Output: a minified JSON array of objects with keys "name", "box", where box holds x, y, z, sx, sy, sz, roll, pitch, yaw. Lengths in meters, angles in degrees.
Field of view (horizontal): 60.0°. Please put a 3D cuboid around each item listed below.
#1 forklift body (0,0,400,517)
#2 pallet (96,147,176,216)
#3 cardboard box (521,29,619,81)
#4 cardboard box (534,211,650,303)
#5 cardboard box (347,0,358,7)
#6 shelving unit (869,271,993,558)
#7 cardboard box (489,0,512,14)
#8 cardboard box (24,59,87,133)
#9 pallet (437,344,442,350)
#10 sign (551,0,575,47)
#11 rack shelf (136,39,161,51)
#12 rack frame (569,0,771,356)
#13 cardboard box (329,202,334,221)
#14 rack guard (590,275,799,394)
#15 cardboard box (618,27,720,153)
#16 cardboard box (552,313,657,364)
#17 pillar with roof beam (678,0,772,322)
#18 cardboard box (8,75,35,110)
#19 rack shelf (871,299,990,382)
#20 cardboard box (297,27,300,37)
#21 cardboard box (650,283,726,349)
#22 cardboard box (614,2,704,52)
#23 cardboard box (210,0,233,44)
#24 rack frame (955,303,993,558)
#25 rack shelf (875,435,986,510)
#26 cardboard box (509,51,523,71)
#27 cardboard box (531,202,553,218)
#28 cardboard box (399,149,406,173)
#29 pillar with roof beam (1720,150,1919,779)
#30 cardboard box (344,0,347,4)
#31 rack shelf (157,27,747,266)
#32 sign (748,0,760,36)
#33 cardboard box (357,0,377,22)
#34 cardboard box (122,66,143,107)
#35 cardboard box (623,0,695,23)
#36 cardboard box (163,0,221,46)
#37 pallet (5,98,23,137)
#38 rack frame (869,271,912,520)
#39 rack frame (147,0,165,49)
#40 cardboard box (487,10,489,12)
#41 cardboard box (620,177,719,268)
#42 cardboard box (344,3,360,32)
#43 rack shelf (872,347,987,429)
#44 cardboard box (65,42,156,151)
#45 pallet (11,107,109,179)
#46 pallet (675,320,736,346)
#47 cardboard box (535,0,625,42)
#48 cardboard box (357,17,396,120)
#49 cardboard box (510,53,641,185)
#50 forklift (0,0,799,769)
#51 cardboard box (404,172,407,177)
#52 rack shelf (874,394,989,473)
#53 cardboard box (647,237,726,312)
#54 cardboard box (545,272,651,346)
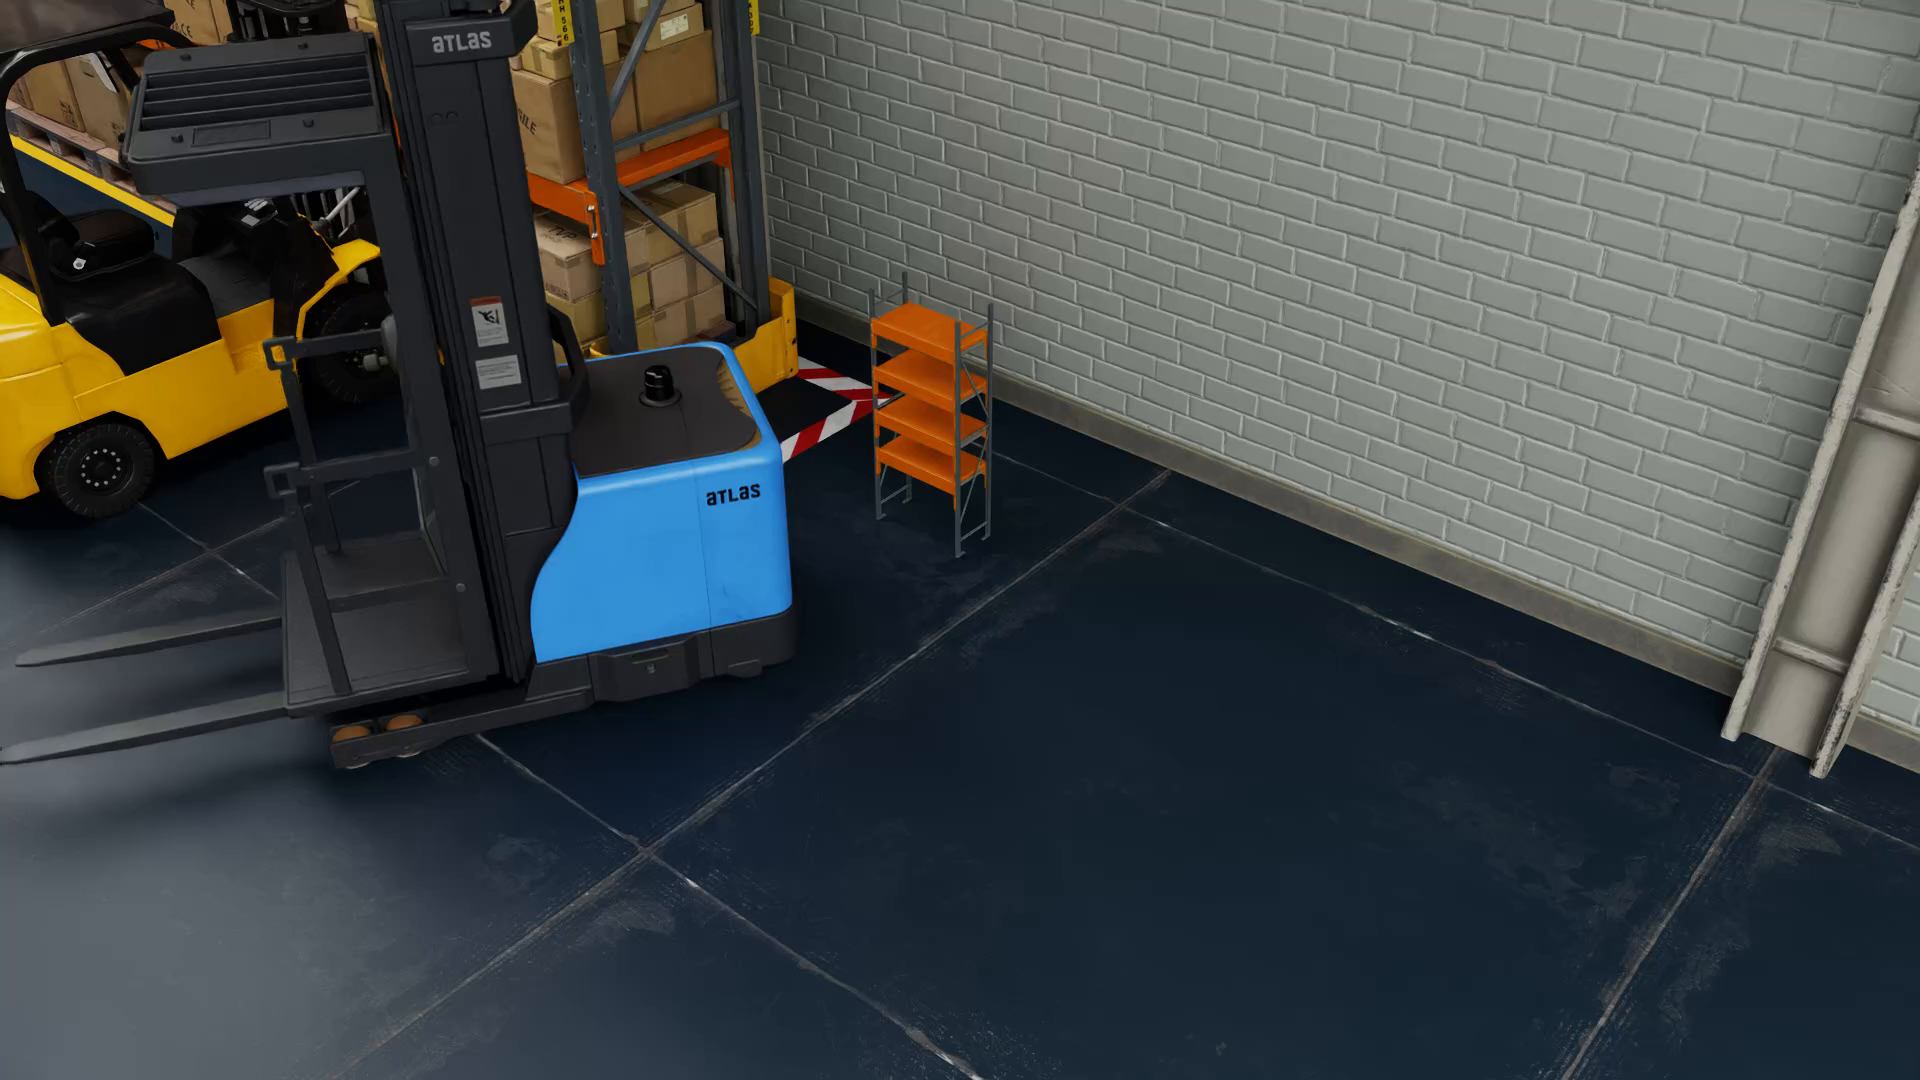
[{"name":"forklift body","box":[-4.004,-1.525,8.070,1.214,2.155,2.313,25,42,32]},{"name":"pallet","box":[-5.045,-2.531,11.249,1.213,0.211,1.003,25,42,32]},{"name":"cardboard box","box":[-1.825,-2.294,7.779,0.250,0.149,0.380,26,42,32]},{"name":"cardboard box","box":[-1.933,-1.464,8.407,0.500,0.250,0.500,27,43,33]},{"name":"cardboard box","box":[-2.961,-2.877,8.629,0.250,0.149,0.380,25,42,32]},{"name":"shelving unit","box":[-0.127,-0.555,7.498,0.503,1.200,0.258,25,42,32]},{"name":"cardboard box","box":[-1.999,-2.527,7.855,0.250,0.149,0.380,25,42,32]},{"name":"cardboard box","box":[-6.032,-3.364,11.726,0.625,0.625,0.875,23,41,30]},{"name":"pallet","box":[-2.928,-1.533,9.795,1.213,0.211,1.003,25,42,32]},{"name":"sign","box":[-1.738,-2.325,7.254,0.005,0.325,0.100,25,42,32]},{"name":"rack shelf","box":[-5.991,-3.858,11.354,4.000,0.370,1.077,25,42,32]},{"name":"rack frame","box":[-1.380,-1.981,7.986,0.127,3.000,1.000,25,42,32]},{"name":"cardboard box","box":[-3.512,-1.998,9.626,0.500,0.250,0.500,25,42,31]},{"name":"rack guard","box":[-1.361,-0.942,8.681,0.348,0.500,1.175,25,42,32]},{"name":"cardboard box","box":[-1.583,-2.323,8.395,0.500,0.500,0.500,27,43,33]},{"name":"cardboard box","box":[-1.943,-1.054,8.693,0.500,0.250,0.500,26,42,32]},{"name":"pillar with roof beam","box":[-4.093,-3.226,4.498,0.400,9.000,9.100,25,42,32]},{"name":"cardboard box","box":[-6.550,-3.608,12.081,0.625,0.625,0.875,27,43,33]},{"name":"rack shelf","box":[-0.127,-0.878,7.275,0.480,0.148,0.258,25,42,32]},{"name":"cardboard box","box":[-3.479,-2.833,9.137,0.500,0.500,0.500,25,42,31]},{"name":"cardboard box","box":[-1.632,-1.284,9.028,0.500,0.250,0.500,25,42,32]},{"name":"cardboard box","box":[-1.474,-2.526,8.117,0.250,0.149,0.380,24,41,31]},{"name":"cardboard box","box":[-3.869,-3.016,9.403,0.500,0.500,0.500,26,42,33]},{"name":"rack frame","box":[0.060,-0.466,7.369,0.015,1.200,0.240,25,42,32]},{"name":"rack shelf","box":[-0.127,-0.335,7.648,0.480,0.148,0.258,25,42,32]},{"name":"cardboard box","box":[-2.041,-2.373,7.895,0.250,0.149,0.380,26,42,33]},{"name":"cardboard box","box":[-2.329,-1.647,8.673,0.500,0.250,0.500,26,42,33]},{"name":"cardboard box","box":[-3.108,-2.012,9.205,0.500,0.250,0.500,24,41,31]},{"name":"pillar with roof beam","box":[0.519,-1.053,1.334,0.400,9.000,9.100,25,42,32]},{"name":"cardboard box","box":[-3.202,-2.940,8.720,0.250,0.149,0.380,24,41,31]},{"name":"rack shelf","box":[-2.917,-2.409,9.244,4.000,0.370,1.077,25,42,32]},{"name":"sign","box":[-1.020,-2.610,8.067,0.005,0.325,0.100,25,42,32]},{"name":"cardboard box","box":[-2.827,-2.748,8.440,0.250,0.149,0.380,26,42,32]},{"name":"cardboard box","box":[-4.862,-2.809,10.917,0.625,0.625,0.875,27,43,34]},{"name":"cardboard box","box":[-1.501,-2.627,8.002,0.250,0.149,0.380,24,41,31]},{"name":"cardboard box","box":[-4.280,-3.197,9.668,0.500,0.500,0.500,24,41,31]},{"name":"pallet","box":[-6.920,-3.415,12.536,1.213,0.211,1.003,25,42,32]},{"name":"rack frame","box":[-0.315,-0.643,7.626,0.015,1.200,0.240,25,42,32]},{"name":"rack frame","box":[-4.454,-3.430,10.095,0.127,3.000,1.000,25,42,32]},{"name":"cardboard box","box":[-2.218,-2.610,7.976,0.250,0.149,0.380,26,42,33]},{"name":"cardboard box","box":[-1.628,-1.690,8.736,0.500,0.250,0.500,25,41,31]},{"name":"cardboard box","box":[-3.106,-2.641,8.858,0.500,0.500,0.500,26,42,32]},{"name":"rack shelf","box":[-0.127,-0.683,7.409,0.480,0.148,0.258,25,42,32]},{"name":"cardboard box","box":[-5.453,-3.093,11.331,0.625,0.625,0.875,25,42,31]},{"name":"pallet","box":[-5.987,-2.973,11.892,1.213,0.211,1.003,25,42,32]},{"name":"pallet","box":[-1.994,-1.091,9.152,1.213,0.211,1.003,25,42,32]},{"name":"cardboard box","box":[-1.790,-2.451,7.745,0.250,0.149,0.380,25,42,32]},{"name":"cardboard box","box":[-2.713,-2.464,8.600,0.500,0.500,0.500,24,41,31]},{"name":"cardboard box","box":[-1.926,-2.087,8.051,0.500,0.500,0.500,24,41,31]},{"name":"forklift","box":[-2.248,-0.659,6.121,3.031,2.935,1.130,-11,36,-16]},{"name":"cardboard box","box":[-2.723,-1.825,8.933,0.500,0.250,0.500,26,42,32]},{"name":"rack shelf","box":[-0.127,-0.499,7.536,0.480,0.148,0.258,25,42,32]},{"name":"cardboard box","box":[-1.608,-1.488,8.883,0.500,0.250,0.500,26,42,33]},{"name":"cardboard box","box":[-1.954,-1.268,8.562,0.500,0.250,0.500,25,41,31]}]
